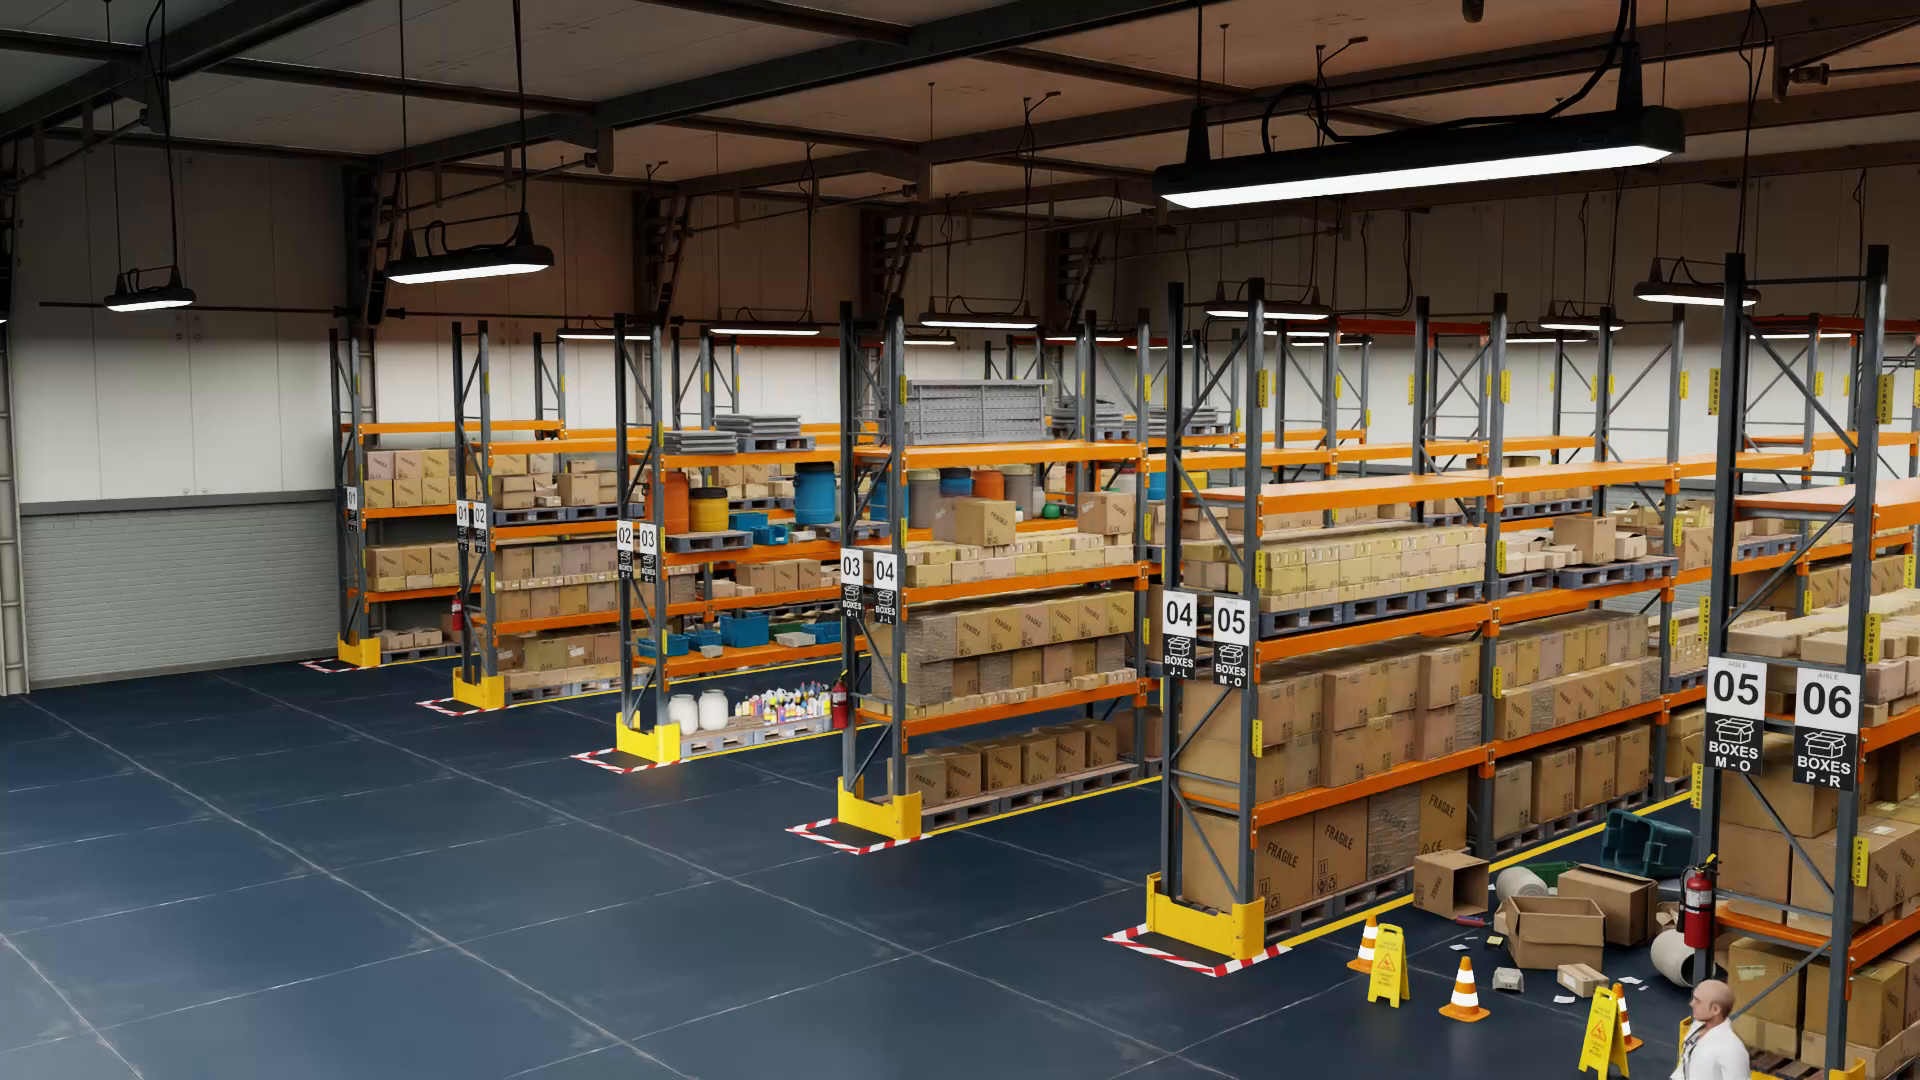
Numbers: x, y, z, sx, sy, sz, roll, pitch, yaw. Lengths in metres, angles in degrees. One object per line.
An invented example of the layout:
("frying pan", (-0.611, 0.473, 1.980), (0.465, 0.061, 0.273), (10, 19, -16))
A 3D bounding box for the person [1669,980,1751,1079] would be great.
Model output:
("person", (4.291, 3.349, 9.528), (1.207, 1.716, 0.667), (-1, 6, -10))

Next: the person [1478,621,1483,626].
("person", (7.469, 1.952, 23.737), (1.094, 1.727, 0.602), (-5, 8, -44))
